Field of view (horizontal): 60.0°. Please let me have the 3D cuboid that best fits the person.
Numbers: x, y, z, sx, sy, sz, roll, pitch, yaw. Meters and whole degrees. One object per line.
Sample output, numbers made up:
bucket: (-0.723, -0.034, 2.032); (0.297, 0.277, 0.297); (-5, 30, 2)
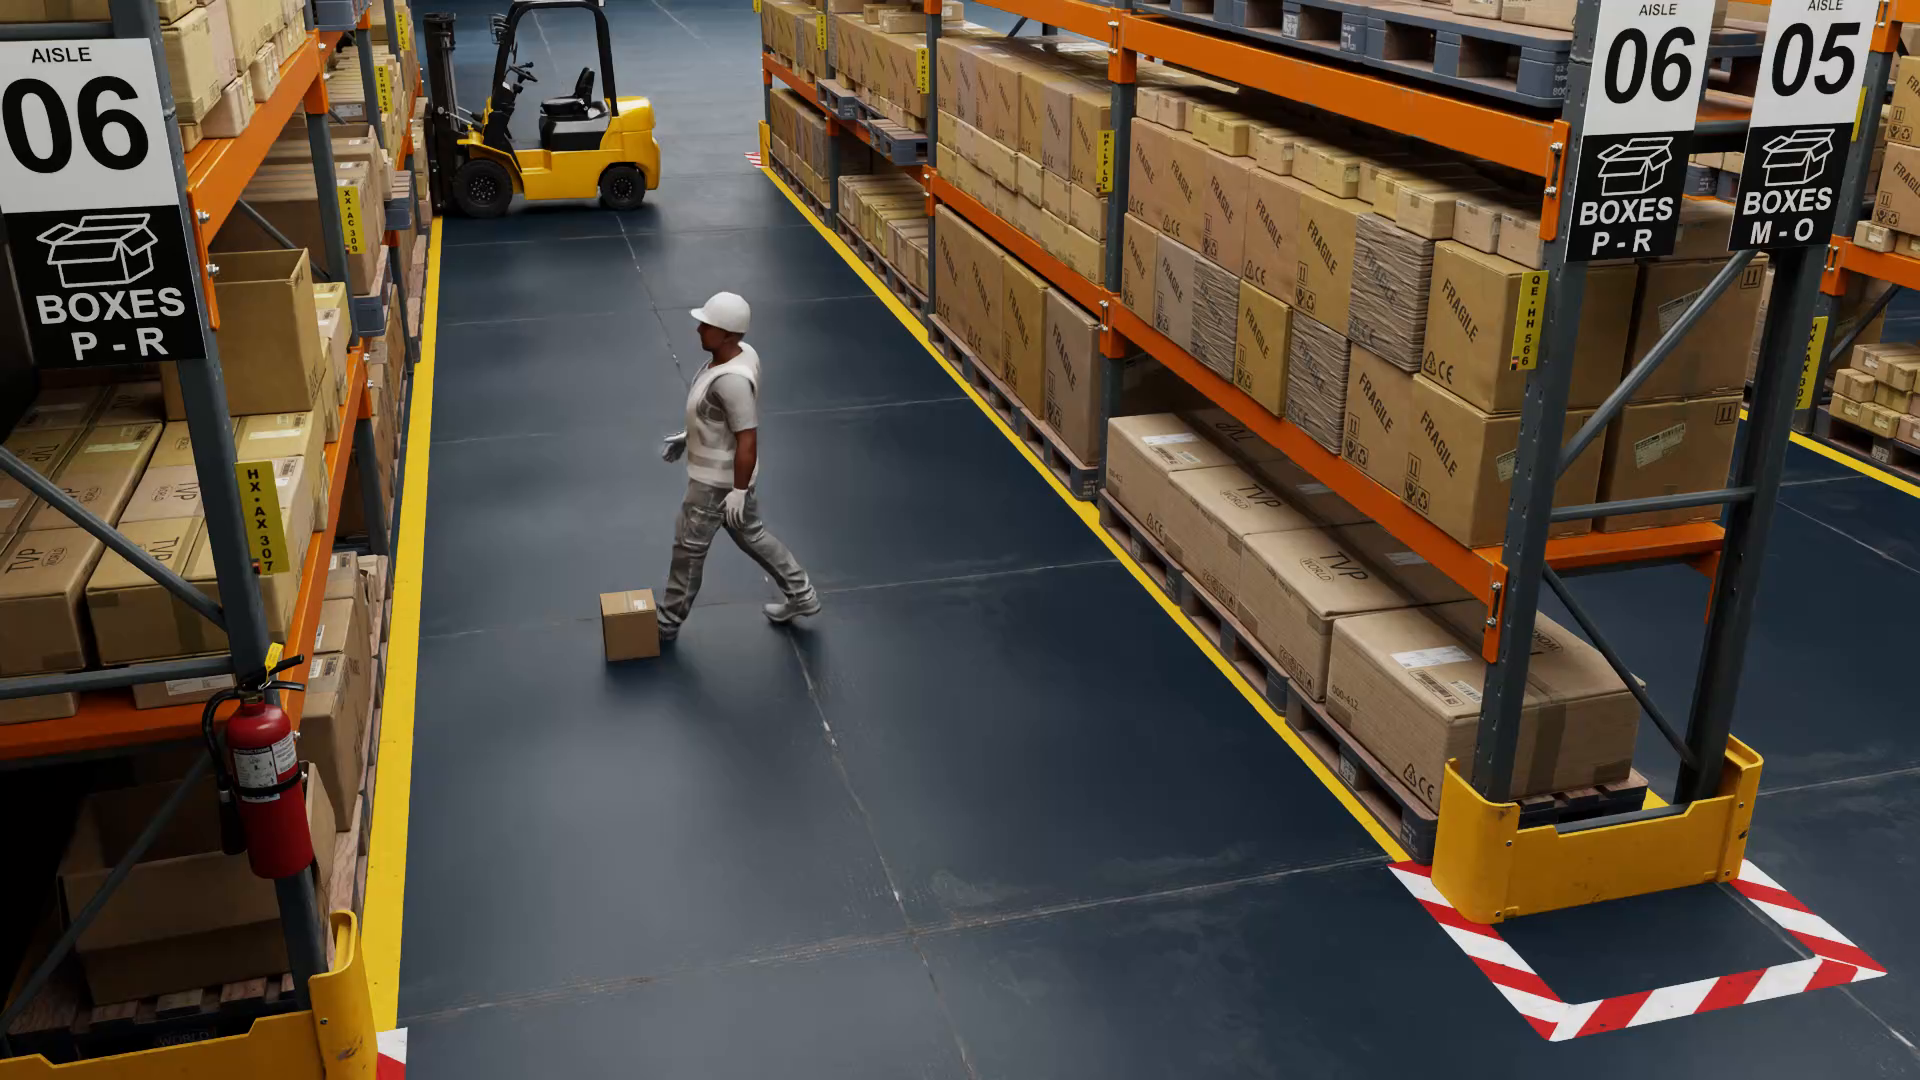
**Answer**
person: (-1.196, -0.324, 7.882); (0.994, 1.750, 0.617); (1, 23, 1)
